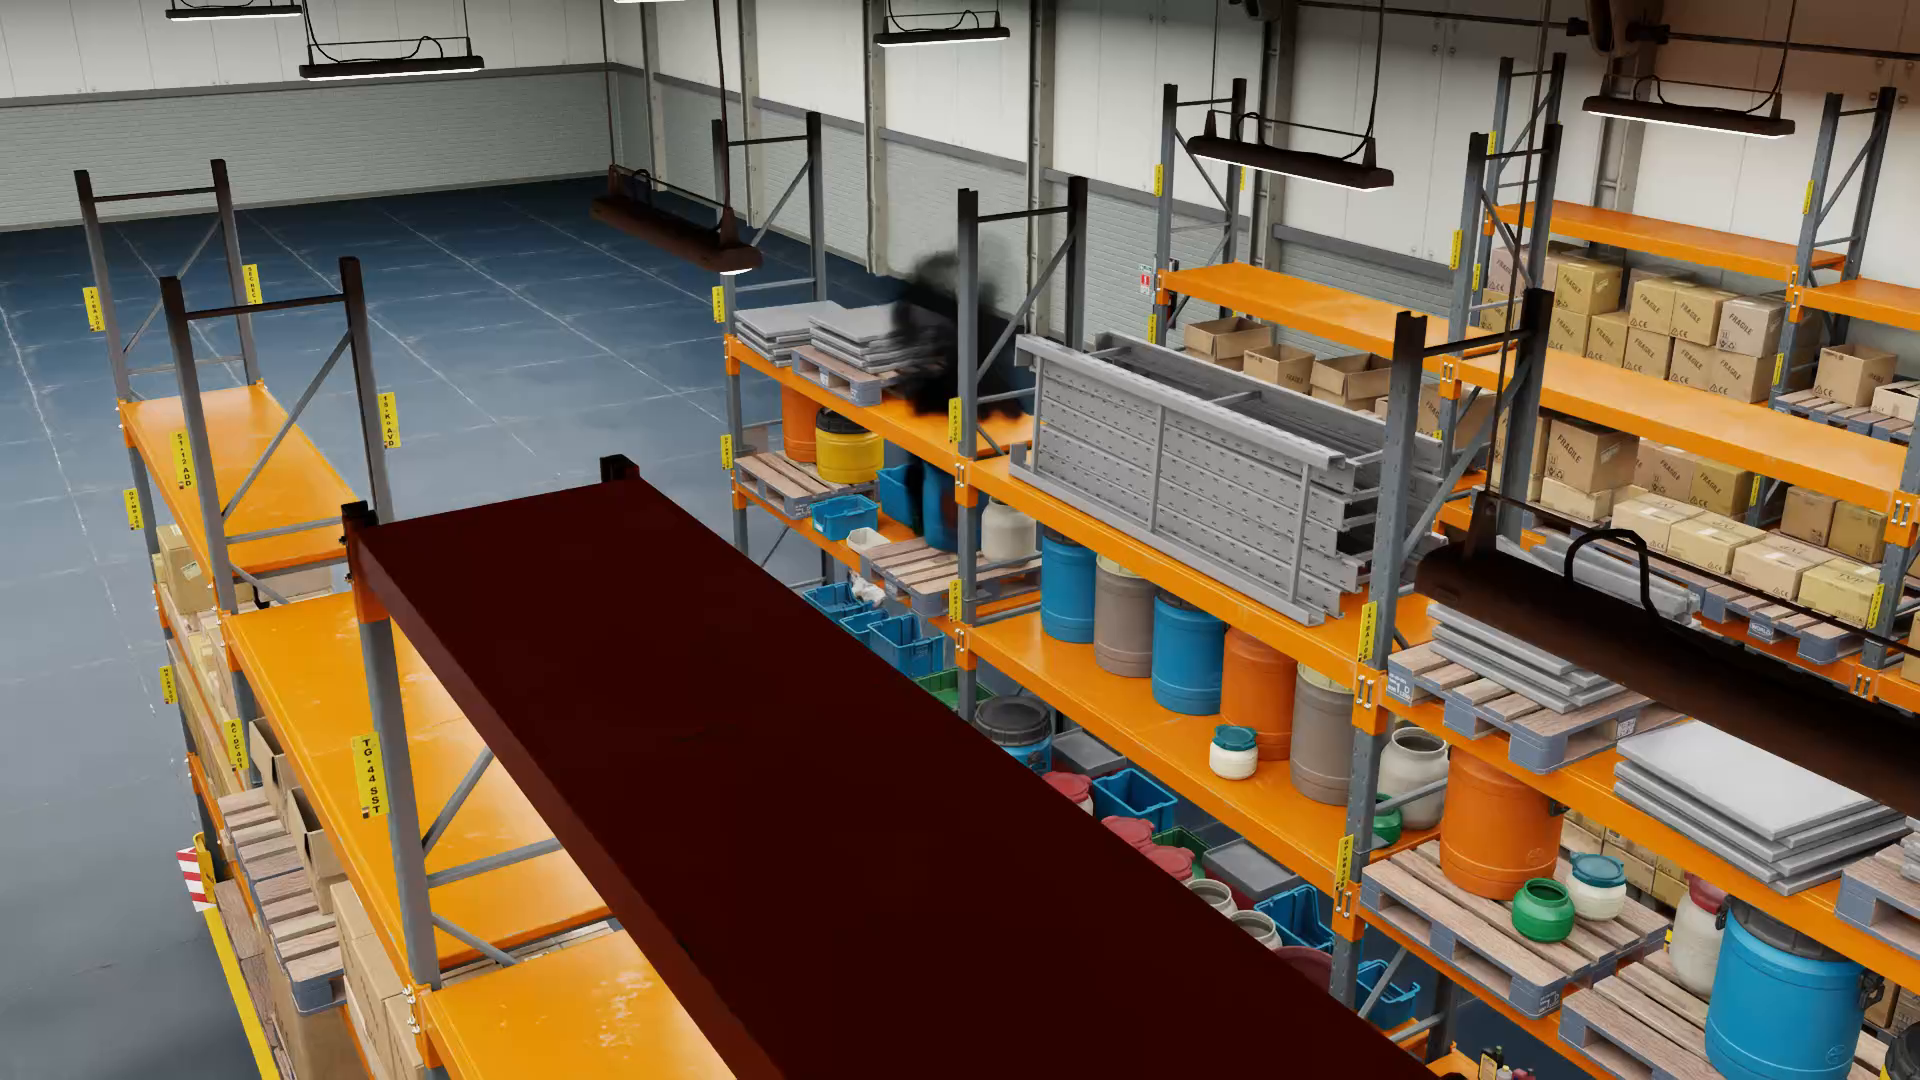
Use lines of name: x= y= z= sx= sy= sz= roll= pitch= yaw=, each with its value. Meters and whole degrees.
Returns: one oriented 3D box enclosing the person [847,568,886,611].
person: x=-0.928 y=0.610 z=17.382 sx=0.610 sy=1.641 sz=0.662 roll=12 pitch=25 yaw=27
